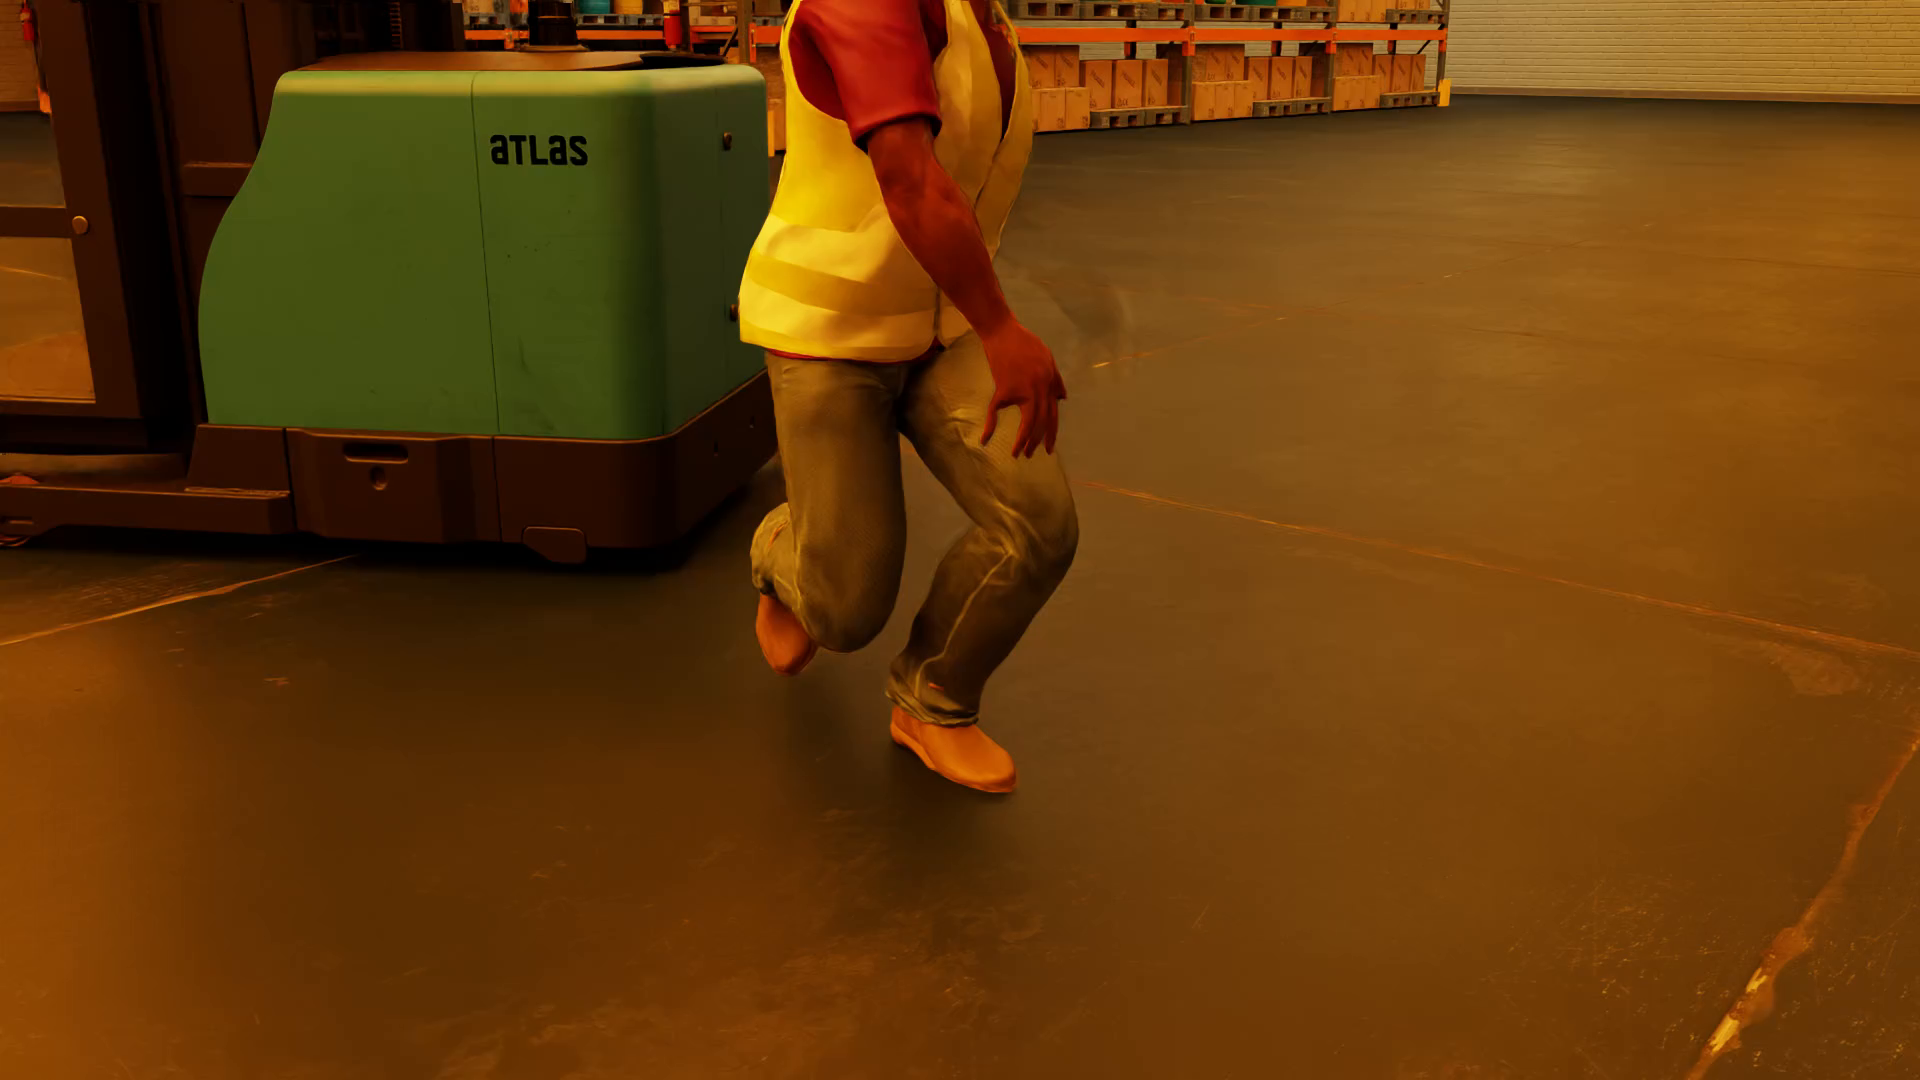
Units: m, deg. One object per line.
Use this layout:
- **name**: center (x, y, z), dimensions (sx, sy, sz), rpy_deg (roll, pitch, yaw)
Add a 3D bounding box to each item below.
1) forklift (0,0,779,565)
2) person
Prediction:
- **forklift**: center (-2.045, -1.533, 3.945), dimensions (3.031, 2.935, 1.130), rpy_deg (3, 17, 9)
- **person**: center (-0.053, -0.393, 2.657), dimensions (0.680, 1.542, 0.833), rpy_deg (-16, 23, -42)
